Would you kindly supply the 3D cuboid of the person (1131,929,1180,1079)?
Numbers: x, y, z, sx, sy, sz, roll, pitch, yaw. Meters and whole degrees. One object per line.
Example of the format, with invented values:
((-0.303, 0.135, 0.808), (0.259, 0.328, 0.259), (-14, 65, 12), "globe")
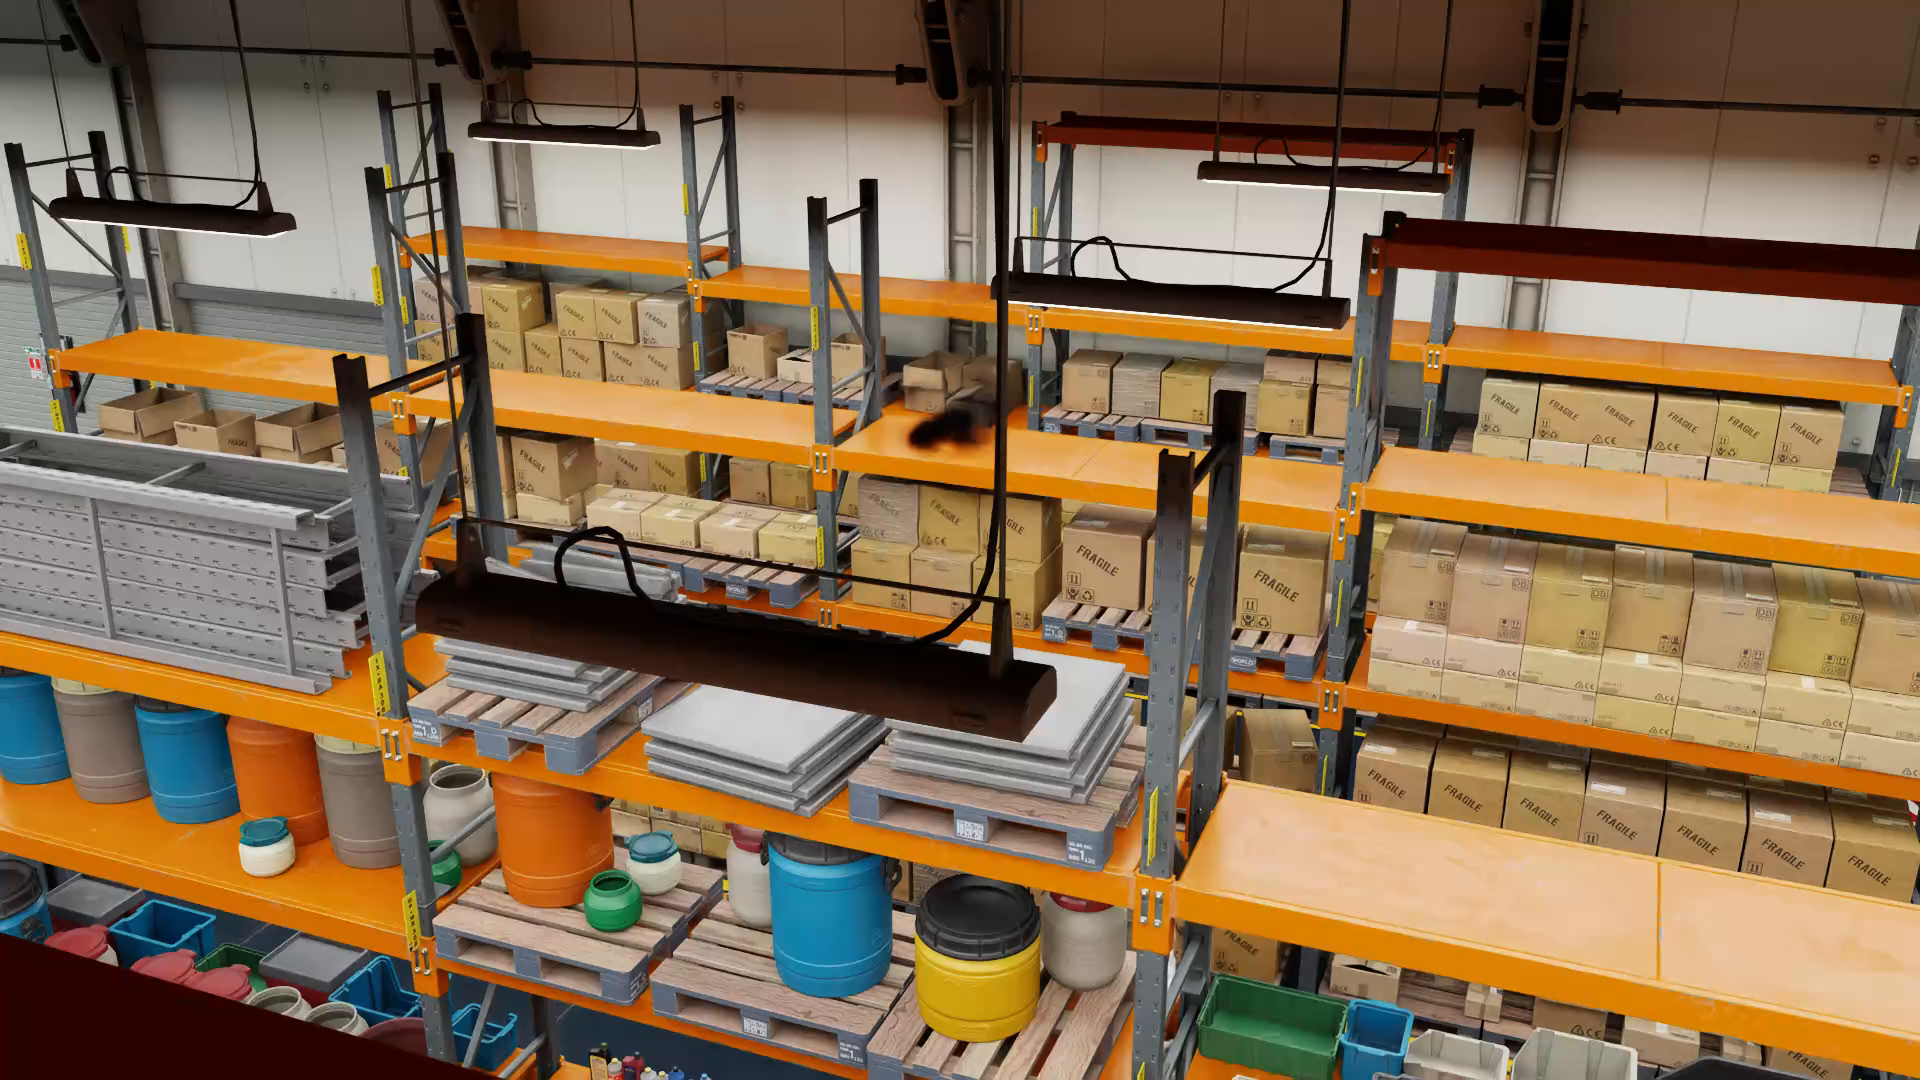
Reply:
((1.295, 3.322, 11.180), (0.967, 1.772, 0.699), (4, 21, 9), "person")
